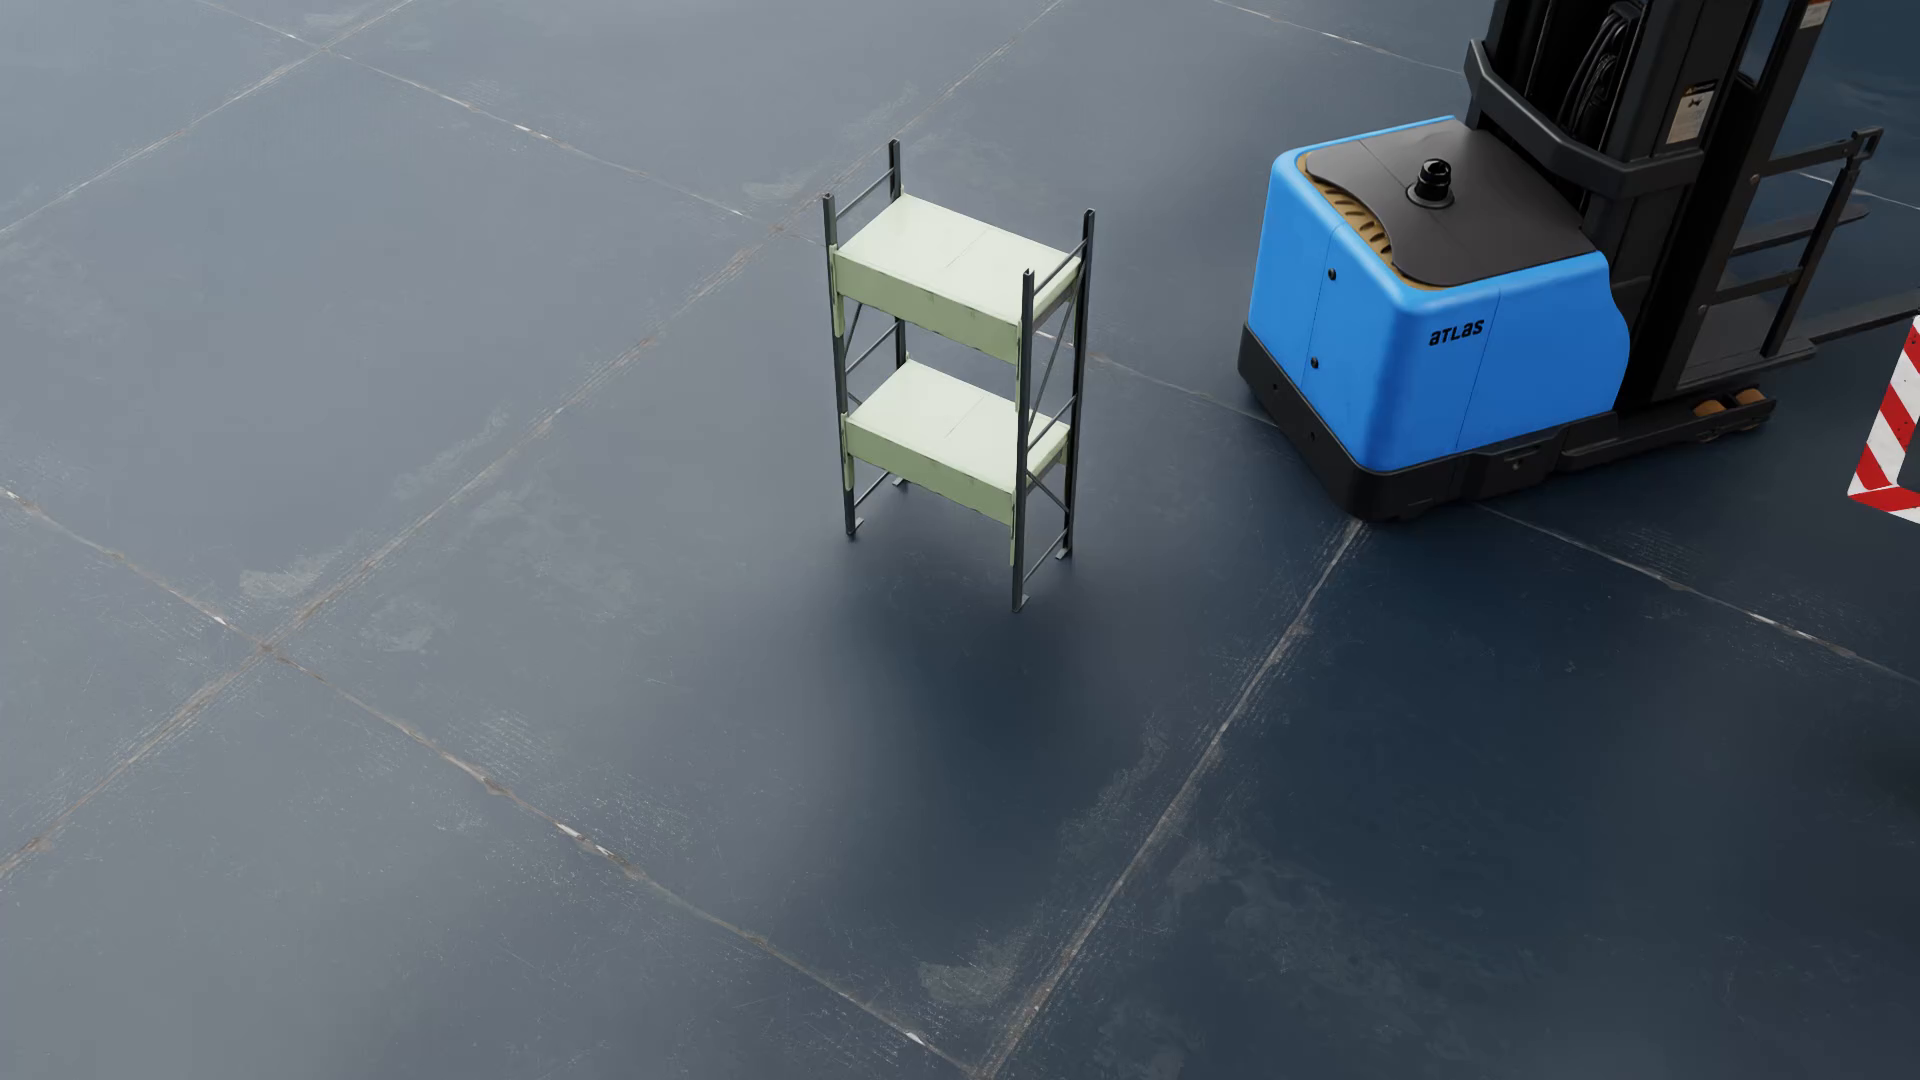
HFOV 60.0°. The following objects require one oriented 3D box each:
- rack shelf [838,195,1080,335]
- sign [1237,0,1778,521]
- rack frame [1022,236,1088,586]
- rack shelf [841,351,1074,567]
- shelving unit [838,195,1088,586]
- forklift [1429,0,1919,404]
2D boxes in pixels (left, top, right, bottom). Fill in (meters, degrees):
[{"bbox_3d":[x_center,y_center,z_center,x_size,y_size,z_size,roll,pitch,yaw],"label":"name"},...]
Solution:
[{"bbox_3d":[-0.006,-0.865,5.365,0.686,0.124,0.368,25,51,22],"label":"rack shelf"},{"bbox_3d":[2.169,-1.571,5.806,2.025,2.768,2.177,25,51,22],"label":"sign"},{"bbox_3d":[0.302,-0.383,5.576,0.010,1.308,0.380,25,51,22],"label":"rack frame"},{"bbox_3d":[-0.006,-0.298,5.948,0.720,0.370,0.431,25,51,22],"label":"rack shelf"},{"bbox_3d":[-0.001,-0.523,5.713,0.731,1.308,0.431,25,51,22],"label":"shelving unit"},{"bbox_3d":[2.713,-1.751,5.908,3.031,2.935,1.121,-15,48,-14],"label":"forklift"}]
